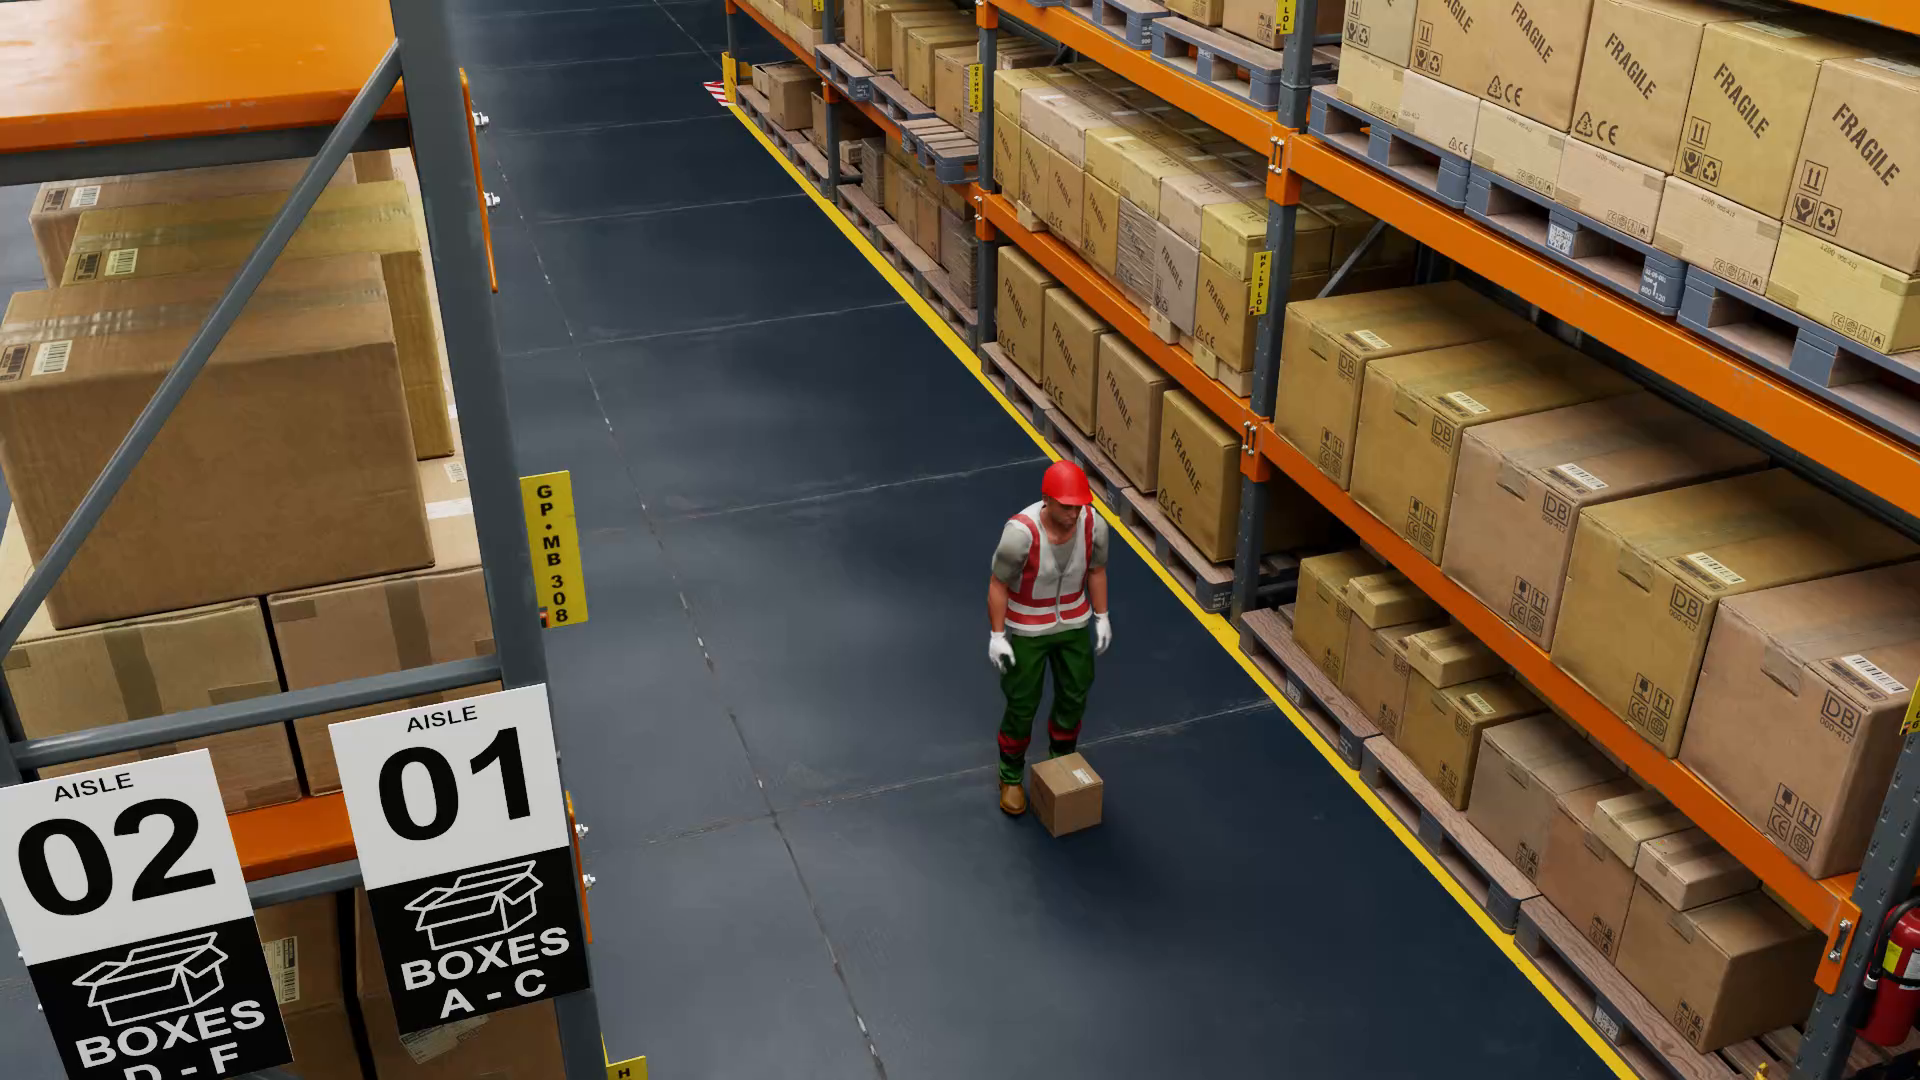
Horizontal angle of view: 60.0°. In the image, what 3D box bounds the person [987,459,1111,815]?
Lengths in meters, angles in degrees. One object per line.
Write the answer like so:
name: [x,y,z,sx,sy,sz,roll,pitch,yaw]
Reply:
person: [0.412,0.421,7.592,0.606,1.778,0.452,-10,31,-17]
